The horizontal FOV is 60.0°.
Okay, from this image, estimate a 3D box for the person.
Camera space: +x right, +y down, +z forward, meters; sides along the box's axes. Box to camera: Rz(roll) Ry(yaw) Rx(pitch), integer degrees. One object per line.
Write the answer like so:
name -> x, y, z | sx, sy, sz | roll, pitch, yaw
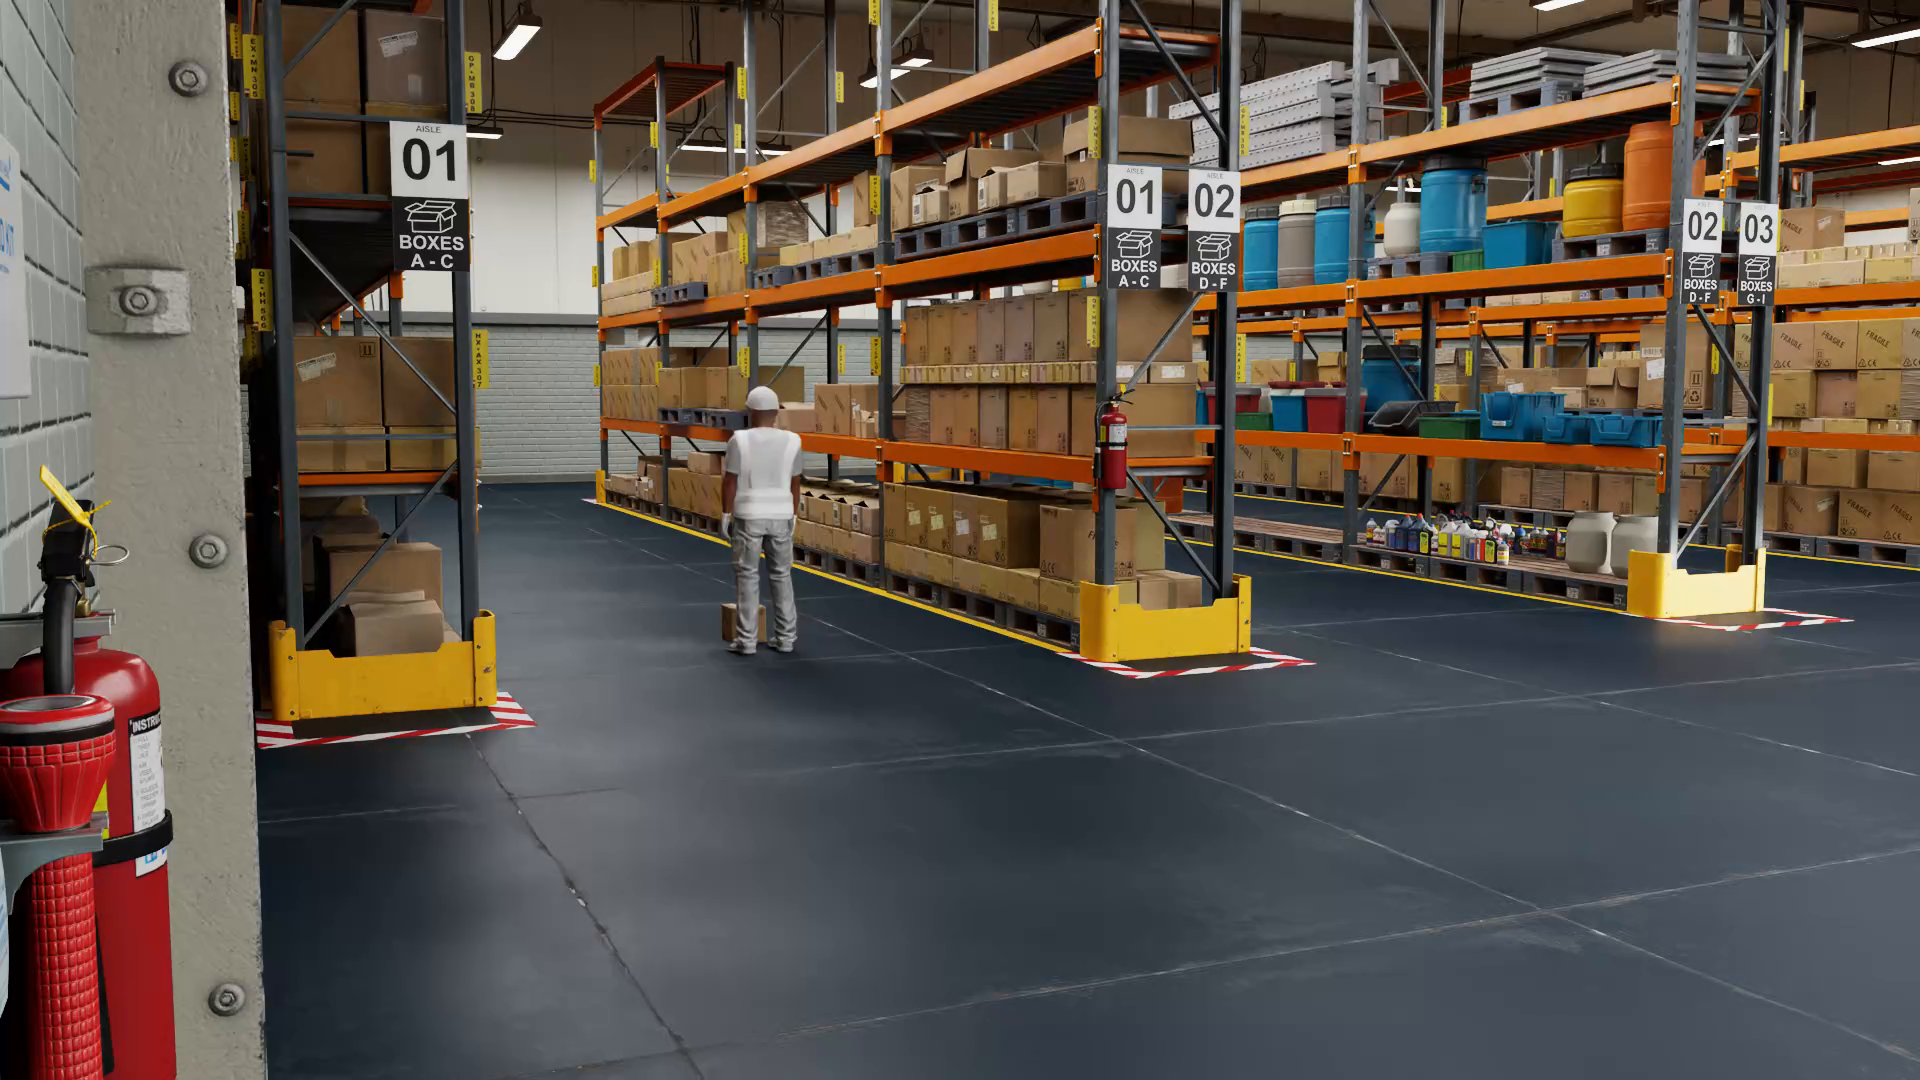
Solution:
person -> -1.335, -0.134, 11.168 | 0.552, 1.788, 0.357 | -2, 6, -22
